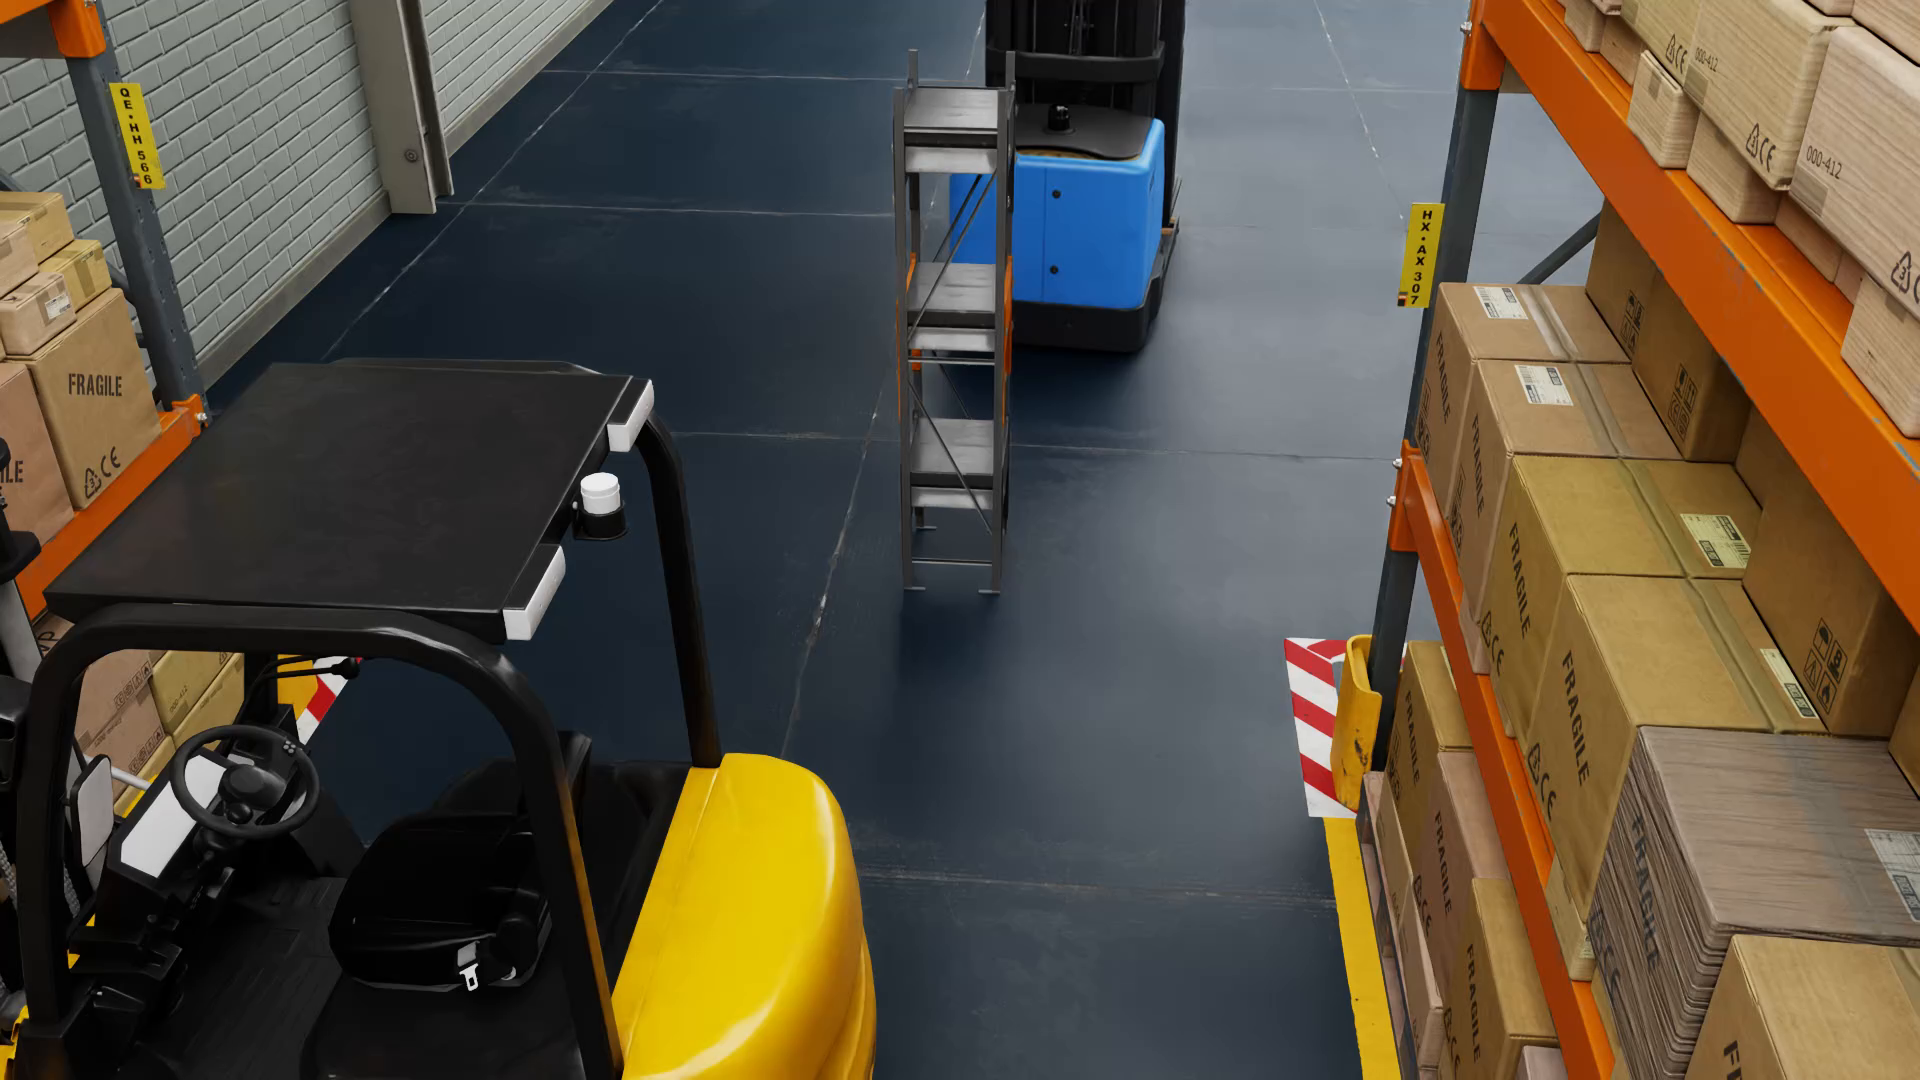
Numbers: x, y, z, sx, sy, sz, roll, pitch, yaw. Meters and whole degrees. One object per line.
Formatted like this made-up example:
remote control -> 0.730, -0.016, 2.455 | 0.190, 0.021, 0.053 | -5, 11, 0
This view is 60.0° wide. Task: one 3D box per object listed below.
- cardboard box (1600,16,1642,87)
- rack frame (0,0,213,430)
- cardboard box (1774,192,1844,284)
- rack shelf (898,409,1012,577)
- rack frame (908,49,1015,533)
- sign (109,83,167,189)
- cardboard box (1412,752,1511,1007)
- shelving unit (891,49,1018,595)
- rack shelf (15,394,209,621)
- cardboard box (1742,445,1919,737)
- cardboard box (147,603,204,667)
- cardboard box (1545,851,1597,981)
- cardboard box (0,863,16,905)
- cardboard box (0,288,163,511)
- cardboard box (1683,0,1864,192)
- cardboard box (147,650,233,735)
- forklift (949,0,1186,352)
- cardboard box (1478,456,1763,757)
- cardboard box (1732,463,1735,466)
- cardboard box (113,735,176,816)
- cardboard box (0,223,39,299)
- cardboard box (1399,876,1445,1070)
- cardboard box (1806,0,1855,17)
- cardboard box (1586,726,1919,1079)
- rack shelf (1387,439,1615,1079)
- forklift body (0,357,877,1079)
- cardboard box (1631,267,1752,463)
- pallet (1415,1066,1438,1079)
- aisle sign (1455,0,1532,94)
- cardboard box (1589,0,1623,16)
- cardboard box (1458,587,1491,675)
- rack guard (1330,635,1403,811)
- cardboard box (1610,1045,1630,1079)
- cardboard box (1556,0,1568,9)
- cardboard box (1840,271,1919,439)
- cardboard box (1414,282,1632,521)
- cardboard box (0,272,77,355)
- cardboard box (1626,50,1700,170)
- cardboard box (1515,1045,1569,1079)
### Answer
cardboard box -> 1.576, -1.052, 3.479 | 0.380, 0.149, 0.250 | 2, 32, 4
rack frame -> -3.038, -0.661, 5.463 | 1.000, 3.000, 0.127 | 2, 32, 4
cardboard box -> 1.527, -0.511, 2.601 | 0.380, 0.149, 0.250 | 2, 32, 4
rack shelf -> -0.013, -0.200, 6.933 | 0.431, 0.518, 0.480 | 2, 32, 4
rack frame -> 0.006, -0.935, 6.766 | 0.400, 2.100, 0.015 | 2, 32, 4
sign -> -2.498, -1.224, 5.047 | 0.100, 0.325, 0.005 | 2, 32, 4
cardboard box -> 1.529, 0.918, 4.407 | 0.500, 0.500, 0.500 | 1, 32, 2
shelving unit -> -0.013, -0.807, 6.559 | 0.431, 2.100, 0.503 | 2, 32, 4
rack shelf -> -3.200, 0.692, 3.955 | 1.077, 0.370, 4.000 | 2, 32, 4
cardboard box -> 1.919, 0.021, 3.024 | 0.700, 0.500, 0.500 | 2, 32, 4
cardboard box -> -2.764, 0.160, 5.399 | 0.500, 0.250, 0.500 | 3, 32, 6
cardboard box -> 1.422, 0.767, 3.386 | 0.380, 0.149, 0.250 | 3, 32, 4
cardboard box -> -2.838, 0.919, 4.644 | 0.500, 0.250, 0.500 | 2, 32, 3
cardboard box -> -2.816, -0.435, 5.001 | 0.500, 0.500, 0.500 | 2, 32, 3
cardboard box -> 1.474, -0.738, 2.588 | 0.500, 0.250, 0.500 | 3, 32, 5
cardboard box -> -2.766, 0.386, 5.508 | 0.500, 0.250, 0.500 | 2, 32, 3
forklift -> 0.733, -2.993, 9.312 | 1.130, 2.935, 3.031 | 6, 32, 10
cardboard box -> 1.516, 0.154, 3.763 | 0.500, 0.500, 0.500 | 2, 32, 3
cardboard box -> 2.095, -0.062, 4.113 | 0.500, 0.500, 0.500 | 3, 32, 4
cardboard box -> -2.811, 0.850, 5.232 | 0.500, 0.250, 0.500 | 2, 32, 4
cardboard box -> -2.846, -0.779, 4.658 | 0.380, 0.149, 0.250 | 3, 32, 4
cardboard box -> 1.520, 1.218, 4.635 | 0.500, 0.250, 0.500 | 4, 32, 6
cardboard box -> 1.424, -0.858, 2.404 | 0.380, 0.149, 0.250 | 3, 32, 5
cardboard box -> 1.445, 0.688, 2.896 | 0.500, 0.500, 0.500 | 3, 32, 5
rack shelf -> 1.747, 0.902, 3.614 | 1.077, 0.370, 4.000 | 2, 32, 4
forklift body -> -1.374, 0.770, 3.950 | 2.313, 2.155, 1.214 | 2, 32, 4
cardboard box -> 2.037, -0.505, 3.878 | 0.700, 0.500, 0.500 | 3, 32, 4
pallet -> 1.700, 1.836, 4.070 | 1.003, 0.211, 1.213 | 2, 32, 4
aisle sign -> 1.606, -1.603, 4.514 | 0.394, 0.787, 0.004 | 2, 32, 4
cardboard box -> 1.553, -1.276, 3.461 | 0.500, 0.250, 0.500 | 2, 32, 3
cardboard box -> 1.501, 0.224, 4.267 | 0.380, 0.149, 0.250 | 3, 32, 5
rack guard -> 1.904, 0.653, 5.713 | 1.175, 0.500, 0.348 | 2, 32, 4
cardboard box -> 1.386, 1.036, 2.950 | 0.380, 0.149, 0.250 | 2, 32, 3
cardboard box -> 1.627, -1.320, 3.913 | 0.380, 0.149, 0.250 | 1, 32, 2
cardboard box -> 1.404, -0.244, 2.168 | 0.380, 0.149, 0.250 | 3, 32, 5
cardboard box -> 1.595, -0.384, 4.635 | 0.500, 0.500, 0.500 | 2, 32, 3
cardboard box -> -2.778, -0.651, 4.734 | 0.380, 0.149, 0.250 | 3, 32, 5
cardboard box -> 1.458, -0.785, 3.045 | 0.380, 0.149, 0.250 | 3, 32, 5
cardboard box -> 1.445, 1.460, 3.528 | 0.500, 0.500, 0.500 | 4, 32, 7
